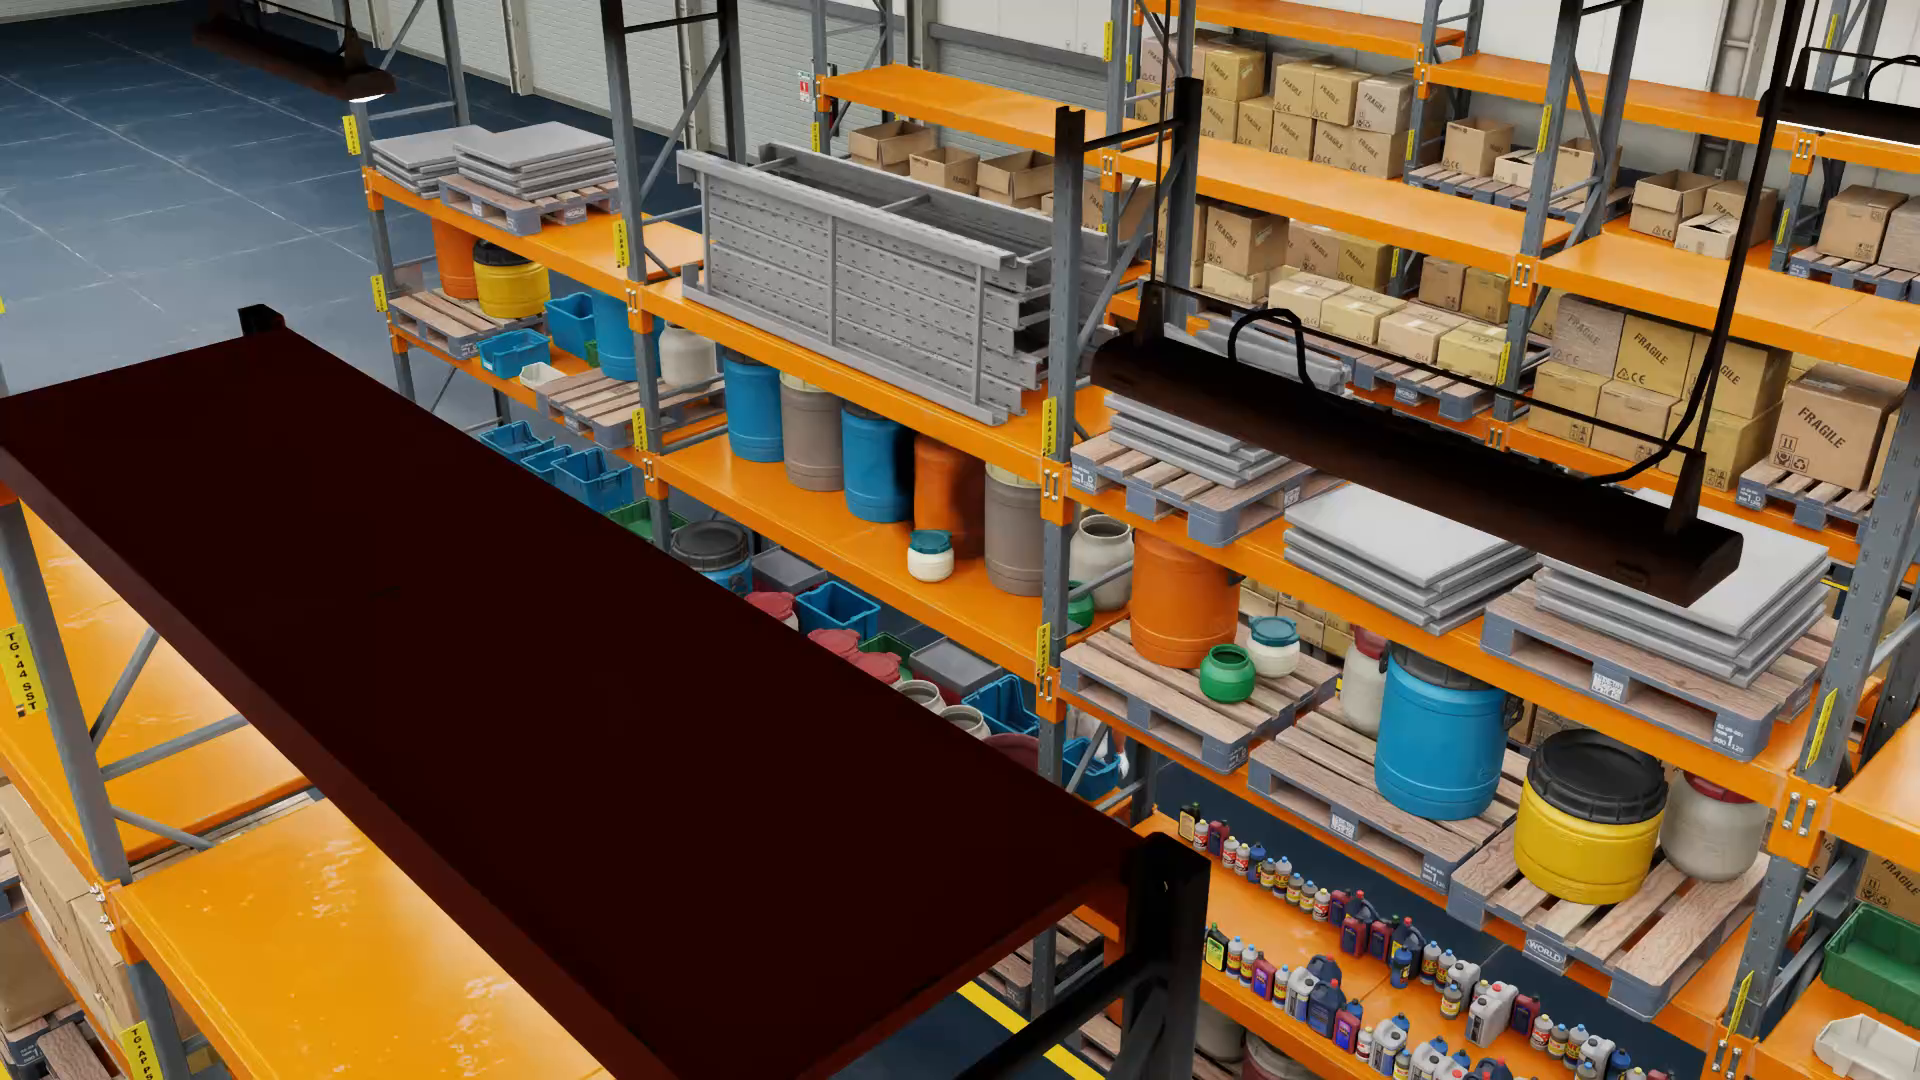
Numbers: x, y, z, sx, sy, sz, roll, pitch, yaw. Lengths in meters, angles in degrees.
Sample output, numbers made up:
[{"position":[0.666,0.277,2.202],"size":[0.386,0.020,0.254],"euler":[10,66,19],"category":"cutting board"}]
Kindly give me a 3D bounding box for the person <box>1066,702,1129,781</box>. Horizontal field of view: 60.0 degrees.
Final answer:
[{"position":[0.905,1.540,12.053],"size":[0.656,1.800,0.324],"euler":[9,30,17],"category":"person"}]

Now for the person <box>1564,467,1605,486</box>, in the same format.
[{"position":[5.921,-0.406,15.931],"size":[0.455,1.613,0.381],"euler":[18,33,30],"category":"person"}]
